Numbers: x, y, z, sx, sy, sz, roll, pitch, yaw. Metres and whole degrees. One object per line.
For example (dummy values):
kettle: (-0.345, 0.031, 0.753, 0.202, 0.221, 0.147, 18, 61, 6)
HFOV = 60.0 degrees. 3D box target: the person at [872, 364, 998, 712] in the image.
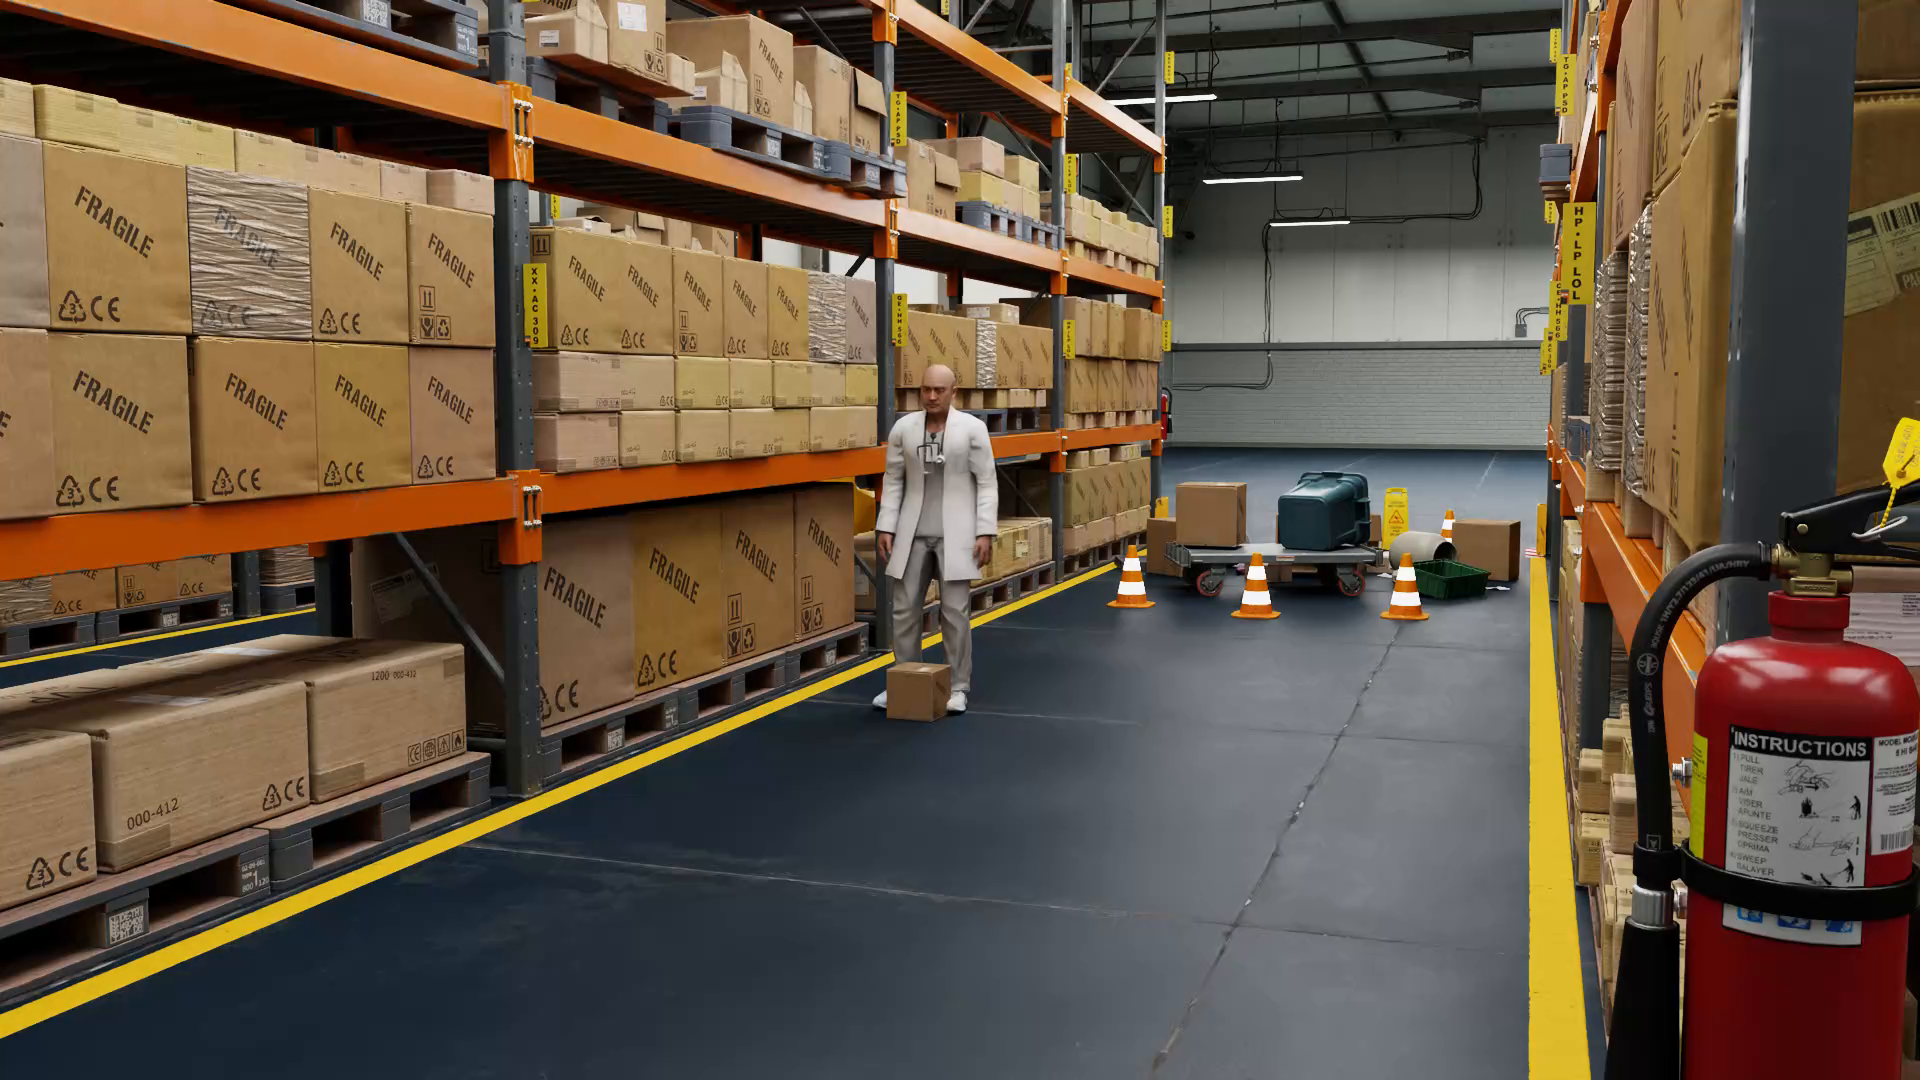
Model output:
person: (-0.119, -0.013, 8.578, 0.655, 1.775, 0.419, 1, 5, 16)
